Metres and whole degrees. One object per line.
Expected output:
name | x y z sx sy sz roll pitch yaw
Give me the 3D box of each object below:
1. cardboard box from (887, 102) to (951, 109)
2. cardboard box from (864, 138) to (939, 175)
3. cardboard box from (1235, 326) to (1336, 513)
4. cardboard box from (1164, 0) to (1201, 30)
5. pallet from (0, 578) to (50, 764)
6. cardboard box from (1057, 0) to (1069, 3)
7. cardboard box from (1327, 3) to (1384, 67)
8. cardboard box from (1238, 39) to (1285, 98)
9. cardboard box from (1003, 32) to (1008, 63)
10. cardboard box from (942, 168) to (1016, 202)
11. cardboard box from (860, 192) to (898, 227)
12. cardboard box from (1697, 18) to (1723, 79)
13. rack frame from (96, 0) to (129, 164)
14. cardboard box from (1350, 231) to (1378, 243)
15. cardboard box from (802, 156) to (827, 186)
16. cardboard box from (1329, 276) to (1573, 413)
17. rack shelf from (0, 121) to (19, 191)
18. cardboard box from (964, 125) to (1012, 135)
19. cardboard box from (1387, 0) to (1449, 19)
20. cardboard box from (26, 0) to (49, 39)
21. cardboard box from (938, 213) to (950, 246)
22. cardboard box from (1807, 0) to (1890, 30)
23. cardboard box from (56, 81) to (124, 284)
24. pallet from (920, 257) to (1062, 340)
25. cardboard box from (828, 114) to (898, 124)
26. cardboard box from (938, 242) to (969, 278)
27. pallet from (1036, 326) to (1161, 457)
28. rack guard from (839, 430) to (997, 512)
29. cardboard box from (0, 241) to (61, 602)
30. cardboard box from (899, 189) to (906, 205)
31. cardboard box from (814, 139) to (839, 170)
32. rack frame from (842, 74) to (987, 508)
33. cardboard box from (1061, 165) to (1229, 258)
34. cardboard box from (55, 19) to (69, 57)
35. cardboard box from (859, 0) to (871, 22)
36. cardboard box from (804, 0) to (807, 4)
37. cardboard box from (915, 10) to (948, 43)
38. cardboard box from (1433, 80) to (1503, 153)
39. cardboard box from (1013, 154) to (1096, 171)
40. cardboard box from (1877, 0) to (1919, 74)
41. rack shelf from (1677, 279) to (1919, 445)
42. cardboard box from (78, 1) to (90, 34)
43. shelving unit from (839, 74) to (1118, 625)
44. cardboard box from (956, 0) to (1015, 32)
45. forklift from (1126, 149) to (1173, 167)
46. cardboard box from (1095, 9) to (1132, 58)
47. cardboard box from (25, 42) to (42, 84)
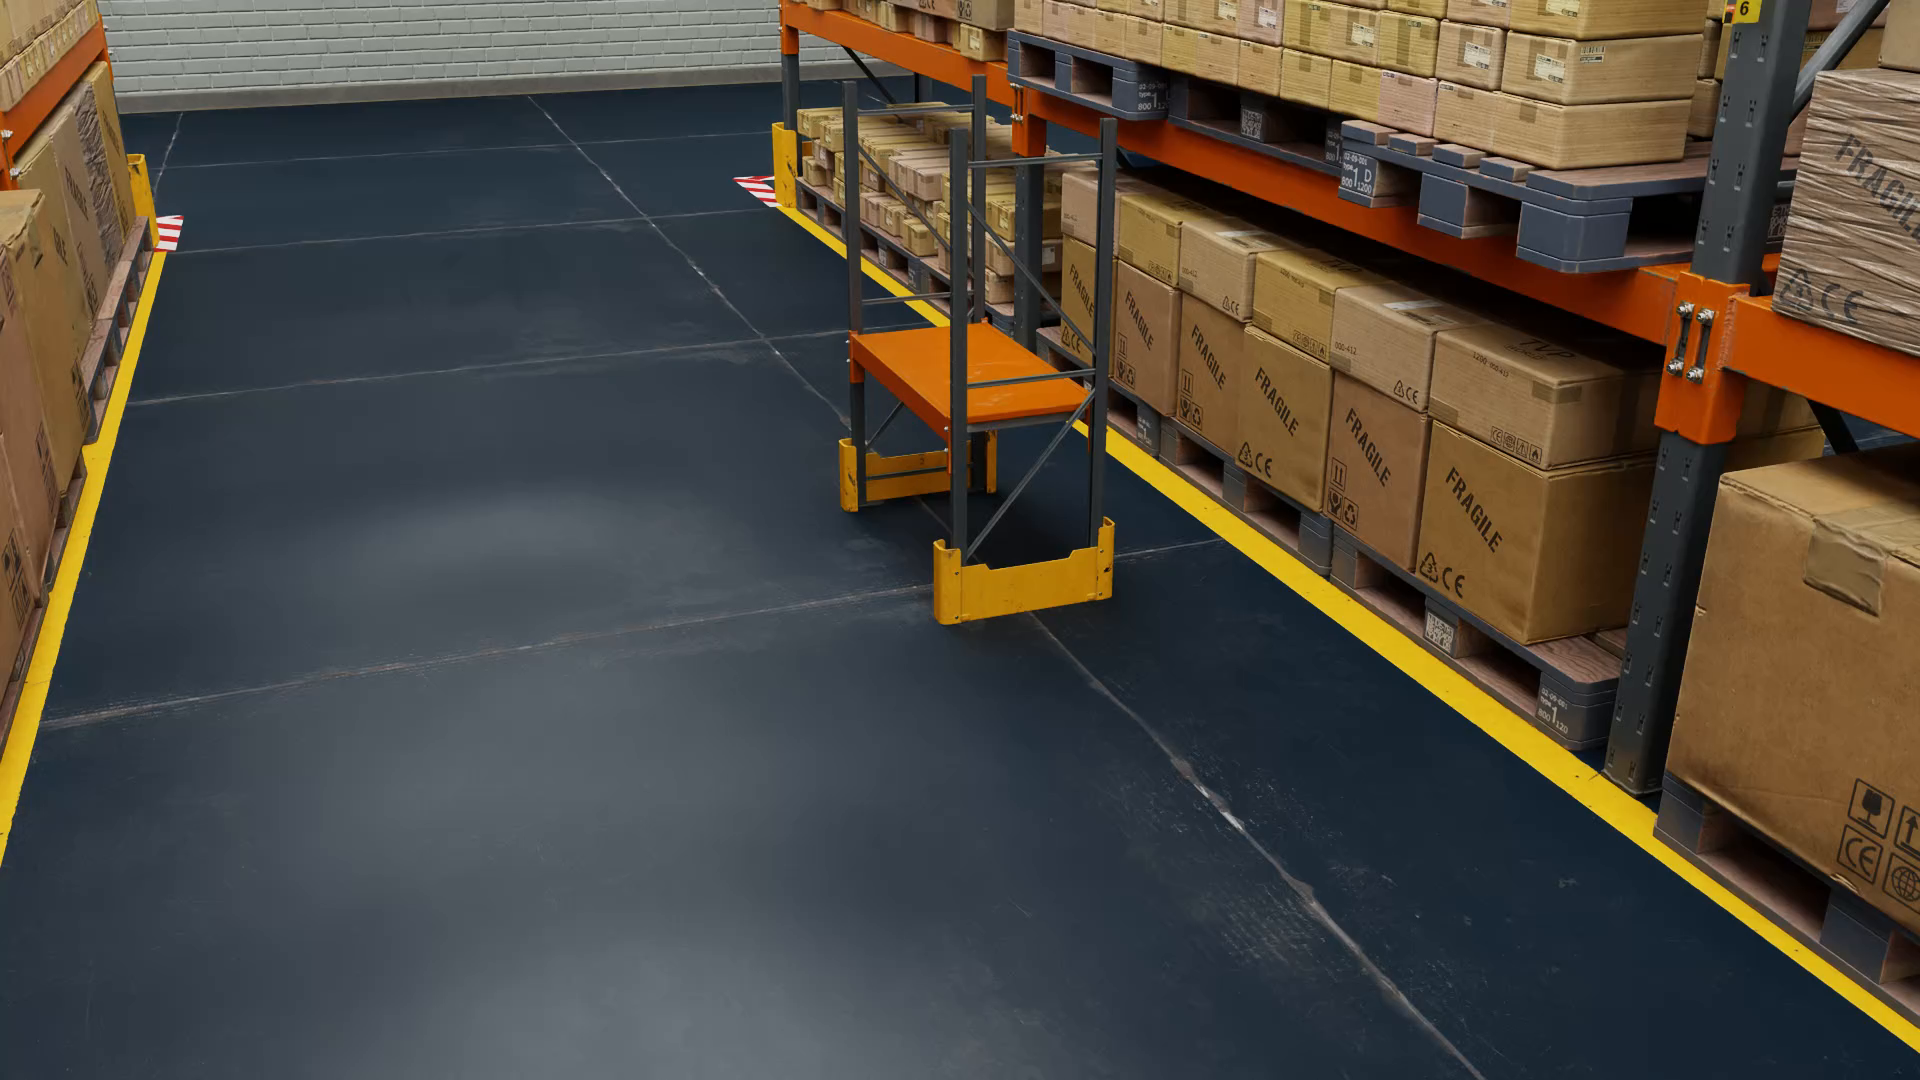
cardboard box | -0.254 -2.722 10.709 0.380 0.149 0.250 -8 24 -18
cardboard box | -0.327 -2.167 9.393 0.380 0.149 0.250 -8 24 -18
cardboard box | 1.289 -0.443 5.616 0.500 0.500 0.500 -9 25 -21
cardboard box | 0.912 -1.804 5.569 0.380 0.149 0.250 -9 24 -20
pallet | -3.163 0.371 4.598 1.003 0.211 1.213 -8 24 -19
cardboard box | 0.538 -2.187 6.476 0.380 0.149 0.250 -9 24 -20
cardboard box | 1.269 -1.433 4.688 0.380 0.149 0.250 -8 24 -19
cardboard box | 1.096 -1.479 5.180 0.380 0.149 0.250 -8 24 -17
cardboard box | 0.415 -2.228 7.497 0.380 0.149 0.250 -9 24 -20
cardboard box | 0.125 -1.801 8.526 0.380 0.149 0.250 -8 24 -17
cardboard box | -0.355 -1.908 9.544 0.380 0.149 0.250 -10 25 -22
cardboard box | 2.068 -1.335 4.455 0.380 0.149 0.250 -7 24 -16
rack frame | -5.354 -3.082 9.199 1.000 3.000 0.127 -8 24 -19
cardboard box | 1.604 -1.044 6.078 0.500 0.250 0.500 -9 25 -21
cardboard box | -0.792 -2.371 10.643 0.380 0.149 0.250 -8 24 -18
cardboard box | 1.473 -0.600 5.024 0.500 0.250 0.500 -8 24 -18
rack shelf | -3.234 -0.570 4.166 1.077 0.370 4.000 -8 24 -19
cardboard box | 0.171 -2.353 9.835 0.380 0.149 0.250 -7 24 -17
cardboard box | 1.367 -1.472 4.398 0.380 0.149 0.250 -8 24 -17
cardboard box | -4.221 -2.272 7.088 0.500 0.250 0.500 -8 24 -18
cardboard box | 0.108 -1.551 8.315 0.380 0.149 0.250 -9 25 -21
cardboard box | 2.165 -1.367 4.147 0.380 0.149 0.250 -8 24 -19
cardboard box | -4.731 -1.744 8.220 0.875 0.875 0.875 -8 24 -19
pallet | 0.465 -1.226 8.387 1.003 0.211 1.213 -8 24 -19
cardboard box | -0.601 -2.559 10.322 0.380 0.149 0.250 -8 24 -18
cardboard box | 0.111 -1.441 8.436 0.380 0.149 0.250 -9 25 -21
pallet | 1.012 -0.704 7.149 1.003 0.211 1.213 -8 24 -19
rack guard | -0.149 -0.268 6.065 0.587 0.250 0.087 -8 24 -19
cardboard box | -3.379 -0.288 4.767 1.225 0.875 0.875 -9 25 -21
cardboard box | -0.127 -1.949 9.258 0.380 0.149 0.250 -7 24 -16
cardboard box | -0.689 -2.409 10.351 0.380 0.149 0.250 -8 24 -19
rack frame | -0.149 -0.845 5.823 0.500 1.500 0.032 -8 24 -19
cardboard box | 0.749 -1.354 6.814 0.500 0.250 0.500 -9 25 -21
cardboard box | -4.380 -2.326 7.730 0.380 0.149 0.250 -8 24 -18
cardboard box | -0.343 -2.984 9.292 0.380 0.149 0.250 -9 24 -20
cardboard box | -0.741 -3.360 10.183 0.380 0.149 0.250 -7 24 -17
cardboard box | -0.008 -2.603 8.388 0.380 0.149 0.250 -9 25 -21
cardboard box | 1.458 -1.103 4.287 0.380 0.149 0.250 -8 24 -19
cardboard box | 0.503 -1.968 8.921 0.380 0.149 0.250 -8 24 -18
cardboard box | 2.298 -1.161 3.226 0.700 0.500 0.500 -8 24 -19
rack shelf | 2.855 0.240 2.246 1.077 0.370 4.000 -8 24 -19
cardboard box | -4.738 -2.696 8.607 0.380 0.149 0.250 -8 24 -19
shelving unit | 0.027 -0.663 5.393 0.587 1.500 1.083 -8 24 -19
cardboard box | 0.300 -2.592 7.526 0.500 0.500 0.500 -8 24 -19
forklift | 2.066 -2.892 8.838 1.130 2.935 3.031 -10 25 -22
cardboard box | 0.720 -1.861 6.086 0.380 0.149 0.250 -8 24 -18
cardboard box | -4.015 -1.952 6.842 0.380 0.149 0.250 -9 24 -20
